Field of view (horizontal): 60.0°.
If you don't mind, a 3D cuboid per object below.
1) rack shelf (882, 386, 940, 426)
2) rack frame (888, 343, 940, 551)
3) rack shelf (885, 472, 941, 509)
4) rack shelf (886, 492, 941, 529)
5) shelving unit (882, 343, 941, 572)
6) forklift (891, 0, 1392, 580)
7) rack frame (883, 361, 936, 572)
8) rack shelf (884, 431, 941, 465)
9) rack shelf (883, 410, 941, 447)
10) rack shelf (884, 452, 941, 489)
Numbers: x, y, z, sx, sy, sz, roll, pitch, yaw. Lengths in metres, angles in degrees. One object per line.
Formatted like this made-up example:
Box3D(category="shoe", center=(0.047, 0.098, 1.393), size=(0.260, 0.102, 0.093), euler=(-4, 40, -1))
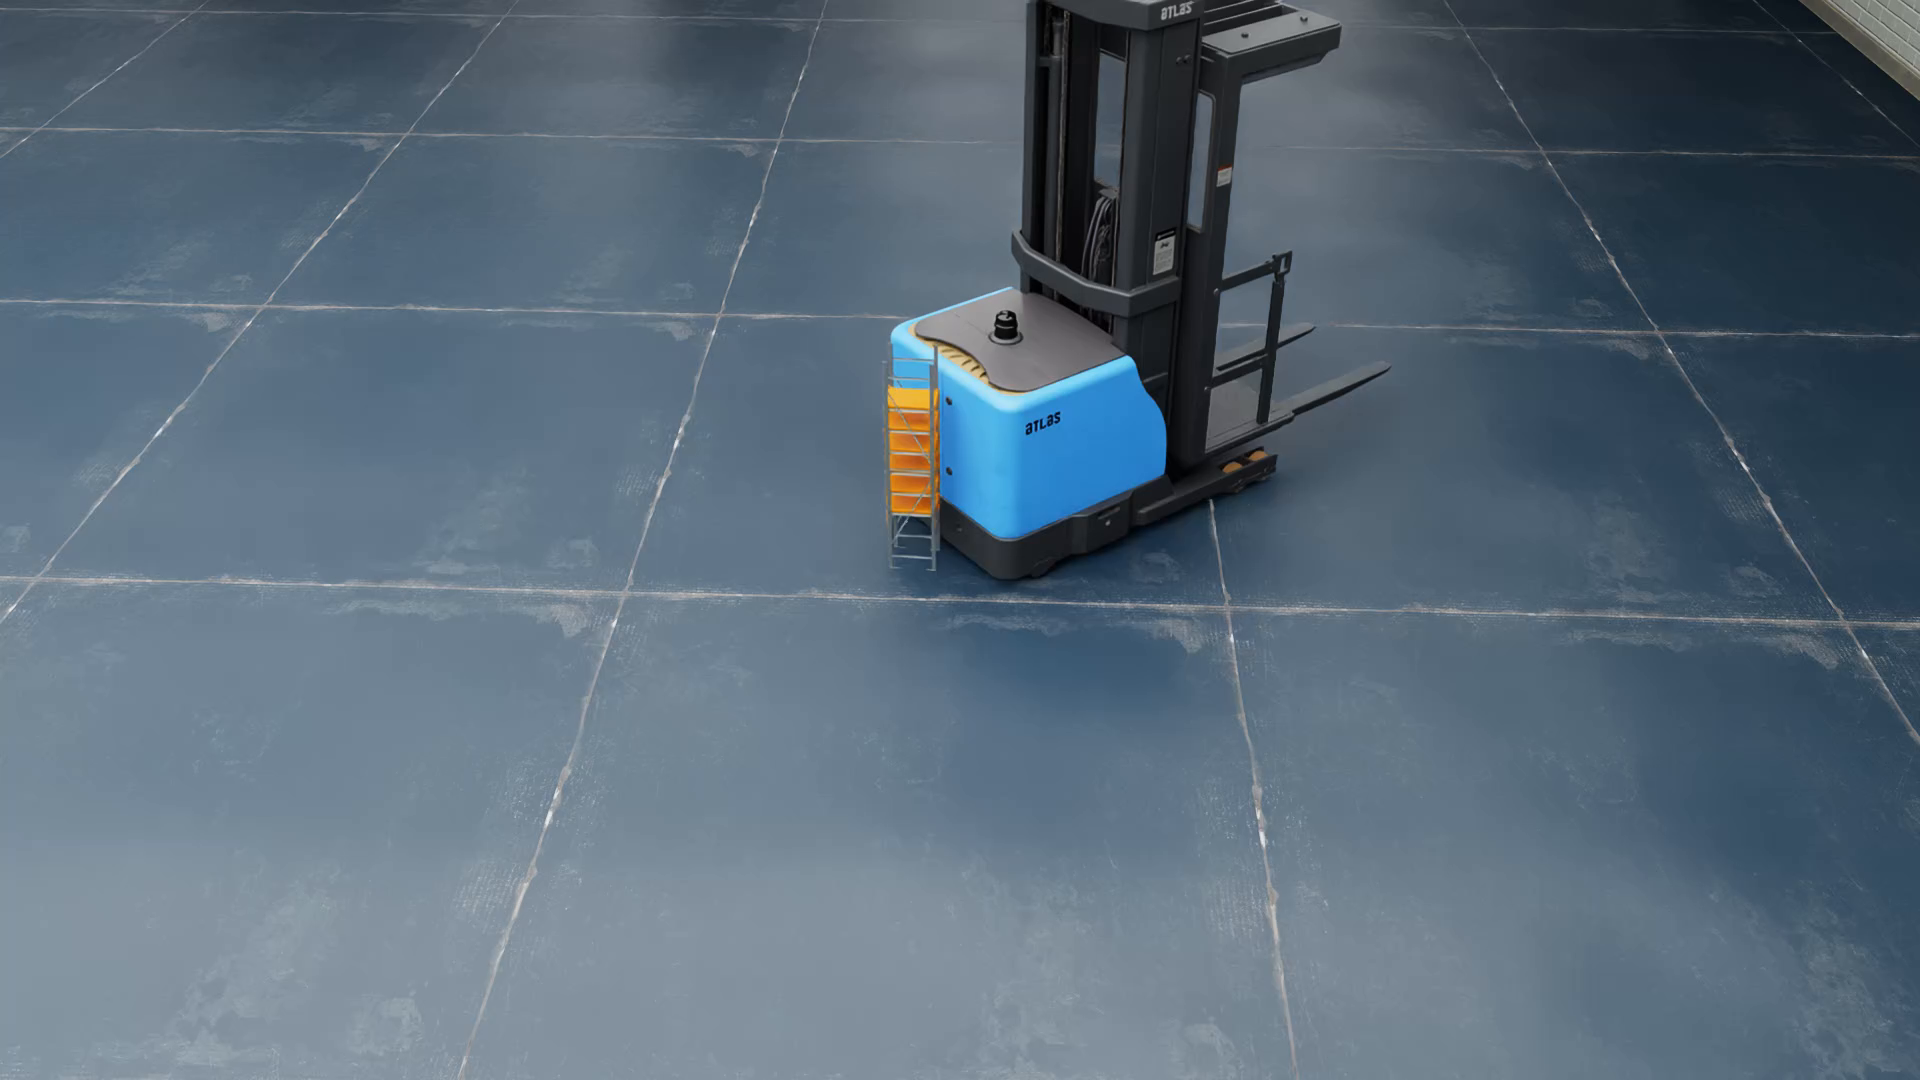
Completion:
Box3D(category="rack shelf", center=(-0.233, -0.649, 8.026), size=(0.258, 0.103, 0.180), euler=(3, 35, 5))
Box3D(category="rack frame", center=(-0.223, -0.443, 8.282), size=(0.240, 1.200, 0.006), euler=(3, 35, 5))
Box3D(category="rack shelf", center=(-0.233, -0.256, 8.302), size=(0.258, 0.103, 0.180), euler=(3, 35, 5))
Box3D(category="rack shelf", center=(-0.233, -0.158, 8.371), size=(0.258, 0.103, 0.180), euler=(3, 35, 5))
Box3D(category="shelving unit", center=(-0.233, -0.390, 8.208), size=(0.258, 1.200, 0.189), euler=(3, 35, 5))
Box3D(category="forklift", center=(1.123, -1.677, 8.533), size=(3.031, 2.935, 1.130), euler=(-23, 41, -29))
Box3D(category="rack frame", center=(-0.243, -0.338, 8.133), size=(0.240, 1.200, 0.006), euler=(3, 35, 5))
Box3D(category="rack shelf", center=(-0.233, -0.452, 8.164), size=(0.258, 0.103, 0.180), euler=(3, 35, 5))
Box3D(category="rack shelf", center=(-0.233, -0.550, 8.095), size=(0.258, 0.103, 0.180), euler=(3, 35, 5))
Box3D(category="rack shelf", center=(-0.233, -0.354, 8.233), size=(0.258, 0.103, 0.180), euler=(3, 35, 5))
